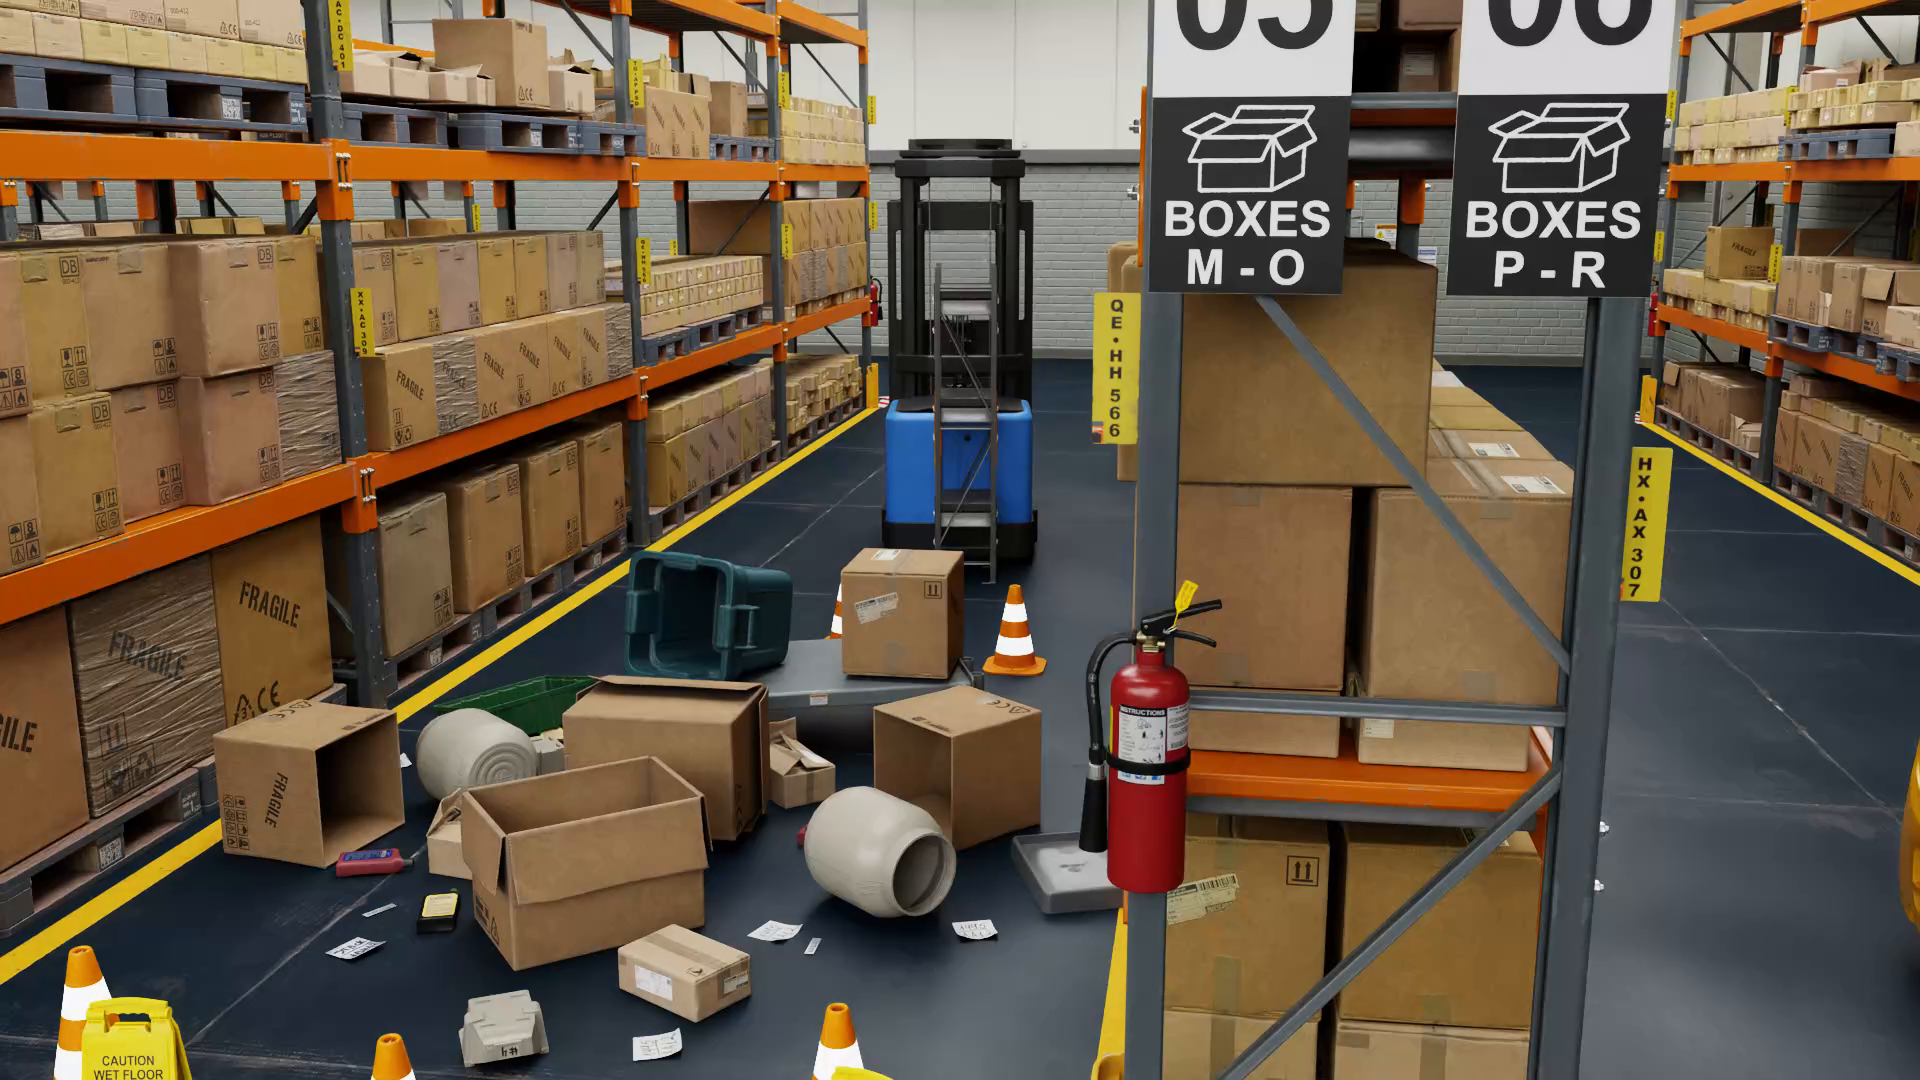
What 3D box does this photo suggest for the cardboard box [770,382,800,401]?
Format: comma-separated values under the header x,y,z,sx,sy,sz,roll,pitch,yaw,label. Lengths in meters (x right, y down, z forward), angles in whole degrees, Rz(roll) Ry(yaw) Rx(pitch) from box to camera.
x,y,z,sx,sy,sz,roll,pitch,yaw,label
-1.821,-1.486,16.627,0.380,0.149,0.250,3,12,11,cardboard box

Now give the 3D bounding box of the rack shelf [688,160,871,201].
x,y,z,sx,sy,sz,roll,pitch,yaw,label
-1.872,-3.794,17.567,1.077,0.370,4.000,2,12,9,rack shelf

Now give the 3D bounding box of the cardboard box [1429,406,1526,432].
x,y,z,sx,sy,sz,roll,pitch,yaw,label
1.382,-0.124,5.004,0.500,0.500,0.500,2,12,8,cardboard box

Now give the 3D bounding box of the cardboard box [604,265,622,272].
x,y,z,sx,sy,sz,roll,pitch,yaw,label
-2.971,-2.190,13.722,0.380,0.149,0.250,2,12,11,cardboard box

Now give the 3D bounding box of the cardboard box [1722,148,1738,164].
x,y,z,sx,sy,sz,roll,pitch,yaw,label
7.604,-3.713,16.079,0.380,0.149,0.250,2,12,10,cardboard box

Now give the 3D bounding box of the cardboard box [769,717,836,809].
x,y,z,sx,sy,sz,roll,pitch,yaw,label
-0.749,0.978,7.325,0.258,0.266,0.396,-7,14,-30,cardboard box

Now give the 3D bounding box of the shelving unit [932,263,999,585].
x,y,z,sx,sy,sz,roll,pitch,yaw,label
0.039,-0.782,11.137,0.431,2.100,0.503,0,12,0,shelving unit

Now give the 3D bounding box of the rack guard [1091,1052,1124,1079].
x,y,z,sx,sy,sz,roll,pitch,yaw,label
0.894,1.580,3.974,1.175,0.500,0.348,2,12,9,rack guard

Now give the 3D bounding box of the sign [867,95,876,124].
x,y,z,sx,sy,sz,roll,pitch,yaw,label
-1.019,-4.973,19.227,0.100,0.325,0.005,2,12,9,sign

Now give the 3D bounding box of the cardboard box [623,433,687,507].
x,y,z,sx,sy,sz,roll,pitch,yaw,label
-2.434,-0.553,12.875,0.500,0.500,0.500,1,12,6,cardboard box

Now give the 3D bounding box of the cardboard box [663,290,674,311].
x,y,z,sx,sy,sz,roll,pitch,yaw,label
-2.444,-1.865,12.919,0.380,0.149,0.250,1,12,7,cardboard box

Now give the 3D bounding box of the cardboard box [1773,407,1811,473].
x,y,z,sx,sy,sz,roll,pitch,yaw,label
7.336,-0.854,14.271,0.500,0.500,0.500,2,12,11,cardboard box

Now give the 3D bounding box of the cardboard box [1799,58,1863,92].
x,y,z,sx,sy,sz,roll,pitch,yaw,label
7.241,-3.858,13.828,0.396,0.266,0.258,2,12,8,cardboard box

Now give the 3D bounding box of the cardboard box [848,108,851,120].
x,y,z,sx,sy,sz,roll,pitch,yaw,label
-1.438,-4.801,18.752,0.380,0.149,0.250,2,12,9,cardboard box

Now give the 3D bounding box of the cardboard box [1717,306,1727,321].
x,y,z,sx,sy,sz,roll,pitch,yaw,label
7.687,-2.236,16.346,0.380,0.149,0.250,2,12,9,cardboard box

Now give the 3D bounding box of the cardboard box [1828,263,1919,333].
x,y,z,sx,sy,sz,roll,pitch,yaw,label
7.137,-1.853,12.739,0.700,0.500,0.500,2,12,8,cardboard box

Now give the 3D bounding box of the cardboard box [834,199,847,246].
x,y,z,sx,sy,sz,roll,pitch,yaw,label
-1.538,-3.462,18.119,0.500,0.500,0.500,3,12,12,cardboard box

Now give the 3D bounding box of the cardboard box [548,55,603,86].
x,y,z,sx,sy,sz,roll,pitch,yaw,label
-2.925,-3.520,12.531,0.396,0.266,0.258,2,12,9,cardboard box

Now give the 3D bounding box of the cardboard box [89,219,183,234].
x,y,z,sx,sy,sz,roll,pitch,yaw,label
-7.352,-2.579,14.720,0.797,0.503,0.637,2,12,10,cardboard box

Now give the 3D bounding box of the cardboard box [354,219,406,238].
x,y,z,sx,sy,sz,roll,pitch,yaw,label
-6.867,-3.521,19.581,0.500,0.500,0.500,2,12,7,cardboard box

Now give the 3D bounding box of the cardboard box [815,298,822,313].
x,y,z,sx,sy,sz,roll,pitch,yaw,label
-1.658,-2.464,17.405,0.380,0.149,0.250,2,12,11,cardboard box

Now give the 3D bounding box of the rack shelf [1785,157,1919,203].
x,y,z,sx,sy,sz,roll,pitch,yaw,label
7.325,-2.662,12.314,1.077,0.370,4.000,2,12,9,rack shelf

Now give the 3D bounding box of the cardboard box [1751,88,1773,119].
x,y,z,sx,sy,sz,roll,pitch,yaw,label
7.542,-3.965,15.117,0.500,0.250,0.500,2,12,8,cardboard box

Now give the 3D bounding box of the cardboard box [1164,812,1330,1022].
x,y,z,sx,sy,sz,roll,pitch,yaw,label
0.747,0.971,4.617,0.500,0.500,0.500,2,12,9,cardboard box

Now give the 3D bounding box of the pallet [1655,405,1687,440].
x,y,z,sx,sy,sz,roll,pitch,yaw,label
8.114,-1.251,17.800,1.003,0.211,1.213,2,12,9,pallet

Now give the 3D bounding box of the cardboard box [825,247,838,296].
x,y,z,sx,sy,sz,roll,pitch,yaw,label
-1.619,-2.872,17.756,0.500,0.500,0.500,3,12,11,cardboard box

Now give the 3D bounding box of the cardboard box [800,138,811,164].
x,y,z,sx,sy,sz,roll,pitch,yaw,label
-1.779,-3.849,16.467,0.500,0.250,0.500,2,12,8,cardboard box

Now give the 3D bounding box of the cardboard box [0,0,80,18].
x,y,z,sx,sy,sz,roll,pitch,yaw,label
-3.465,-1.965,5.788,0.500,0.250,0.500,2,12,8,cardboard box

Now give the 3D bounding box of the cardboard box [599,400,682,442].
x,y,z,sx,sy,sz,roll,pitch,yaw,label
-2.449,-0.916,12.781,0.500,0.250,0.500,1,12,6,cardboard box

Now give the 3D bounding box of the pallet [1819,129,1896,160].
x,y,z,sx,sy,sz,roll,pitch,yaw,label
7.307,-2.989,12.568,1.213,0.211,1.003,2,12,9,pallet

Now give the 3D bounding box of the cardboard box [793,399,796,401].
x,y,z,sx,sy,sz,roll,pitch,yaw,label
-1.857,-1.341,16.660,0.380,0.149,0.250,2,12,9,cardboard box

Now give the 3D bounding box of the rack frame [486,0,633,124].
x,y,z,sx,sy,sz,roll,pitch,yaw,label
-2.794,-4.363,11.379,1.000,3.000,0.127,2,12,9,rack frame

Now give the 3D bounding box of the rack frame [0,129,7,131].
x,y,z,sx,sy,sz,roll,pitch,yaw,label
-7.680,-4.545,12.223,1.000,3.000,0.127,2,12,9,rack frame

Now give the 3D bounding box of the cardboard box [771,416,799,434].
x,y,z,sx,sy,sz,roll,pitch,yaw,label
-1.806,-1.140,16.434,0.380,0.149,0.250,1,12,6,cardboard box

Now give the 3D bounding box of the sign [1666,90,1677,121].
x,y,z,sx,sy,sz,roll,pitch,yaw,label
7.712,-4.708,18.023,0.100,0.325,0.005,2,12,9,sign

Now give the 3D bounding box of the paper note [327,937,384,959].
x,y,z,sx,sy,sz,roll,pitch,yaw,label
-2.112,1.424,5.816,0.144,0.017,0.142,7,14,28,paper note

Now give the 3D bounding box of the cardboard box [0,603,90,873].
x,y,z,sx,sy,sz,roll,pitch,yaw,label
-3.852,0.742,5.979,0.875,0.875,0.875,2,12,8,cardboard box

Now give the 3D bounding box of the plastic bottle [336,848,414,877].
x,y,z,sx,sy,sz,roll,pitch,yaw,label
-2.280,1.260,6.504,0.283,0.061,0.133,-2,12,-11,plastic bottle

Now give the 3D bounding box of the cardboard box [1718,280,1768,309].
x,y,z,sx,sy,sz,roll,pitch,yaw,label
7.622,-2.358,15.965,0.500,0.250,0.500,2,12,8,cardboard box

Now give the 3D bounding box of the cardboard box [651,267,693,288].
x,y,z,sx,sy,sz,roll,pitch,yaw,label
-2.370,-2.112,13.362,0.380,0.149,0.250,2,12,11,cardboard box

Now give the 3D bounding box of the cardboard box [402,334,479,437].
x,y,z,sx,sy,sz,roll,pitch,yaw,label
-2.986,-0.853,9.092,0.500,0.500,0.500,2,12,9,cardboard box

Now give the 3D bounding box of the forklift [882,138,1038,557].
x,y,z,sx,sy,sz,roll,pitch,yaw,label
0.005,-1.564,12.793,1.130,2.935,3.031,0,12,0,forklift

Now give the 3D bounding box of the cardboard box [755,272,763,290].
x,y,z,sx,sy,sz,roll,pitch,yaw,label
-2.045,-2.402,15.412,0.380,0.149,0.250,2,12,10,cardboard box

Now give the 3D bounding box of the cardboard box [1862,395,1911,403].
x,y,z,sx,sy,sz,roll,pitch,yaw,label
7.826,-1.123,13.983,0.380,0.149,0.250,2,12,9,cardboard box

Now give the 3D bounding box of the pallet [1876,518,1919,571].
x,y,z,sx,sy,sz,roll,pitch,yaw,label
7.170,0.078,11.631,1.003,0.211,1.213,2,12,9,pallet

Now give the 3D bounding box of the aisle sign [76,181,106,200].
x,y,z,sx,sy,sz,roll,pitch,yaw,label
-11.043,-4.714,21.078,0.394,0.787,0.004,2,12,9,aisle sign

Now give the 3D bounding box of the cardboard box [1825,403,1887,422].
x,y,z,sx,sy,sz,roll,pitch,yaw,label
7.291,-1.027,13.534,0.380,0.149,0.250,2,12,8,cardboard box

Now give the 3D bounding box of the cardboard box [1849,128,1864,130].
x,y,z,sx,sy,sz,roll,pitch,yaw,label
7.654,-3.496,13.838,0.380,0.149,0.250,2,12,8,cardboard box

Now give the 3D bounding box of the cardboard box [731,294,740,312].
x,y,z,sx,sy,sz,roll,pitch,yaw,label
-2.163,-2.099,14.710,0.380,0.149,0.250,1,12,6,cardboard box

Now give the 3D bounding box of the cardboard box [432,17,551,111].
x,y,z,sx,sy,sz,roll,pitch,yaw,label
-2.785,-2.829,9.909,0.500,0.500,0.500,2,12,9,cardboard box

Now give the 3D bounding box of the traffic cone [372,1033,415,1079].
x,y,z,sx,sy,sz,roll,pitch,yaw,label
-1.476,1.518,4.352,0.336,0.463,0.334,2,12,9,traffic cone

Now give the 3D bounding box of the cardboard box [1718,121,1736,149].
x,y,z,sx,sy,sz,roll,pitch,yaw,label
7.704,-3.930,16.141,0.500,0.250,0.500,2,12,8,cardboard box

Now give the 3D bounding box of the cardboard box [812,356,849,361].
x,y,z,sx,sy,sz,roll,pitch,yaw,label
-1.490,-2.029,19.149,0.380,0.149,0.250,2,12,10,cardboard box

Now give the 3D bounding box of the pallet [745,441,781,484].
x,y,z,sx,sy,sz,roll,pitch,yaw,label
-2.297,-0.738,15.416,1.003,0.211,1.213,2,12,9,pallet

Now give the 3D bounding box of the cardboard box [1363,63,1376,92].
x,y,z,sx,sy,sz,roll,pitch,yaw,label
1.331,-1.247,4.637,0.380,0.149,0.250,1,12,7,cardboard box

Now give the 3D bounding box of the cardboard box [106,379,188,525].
x,y,z,sx,sy,sz,roll,pitch,yaw,label
-3.716,-0.370,6.735,0.875,0.550,0.550,2,12,9,cardboard box

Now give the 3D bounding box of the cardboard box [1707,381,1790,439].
x,y,z,sx,sy,sz,roll,pitch,yaw,label
7.731,-1.263,16.169,0.700,0.500,0.500,1,12,7,cardboard box

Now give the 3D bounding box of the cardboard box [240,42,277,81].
x,y,z,sx,sy,sz,roll,pitch,yaw,label
-3.188,-2.057,7.160,0.380,0.149,0.250,2,12,10,cardboard box
